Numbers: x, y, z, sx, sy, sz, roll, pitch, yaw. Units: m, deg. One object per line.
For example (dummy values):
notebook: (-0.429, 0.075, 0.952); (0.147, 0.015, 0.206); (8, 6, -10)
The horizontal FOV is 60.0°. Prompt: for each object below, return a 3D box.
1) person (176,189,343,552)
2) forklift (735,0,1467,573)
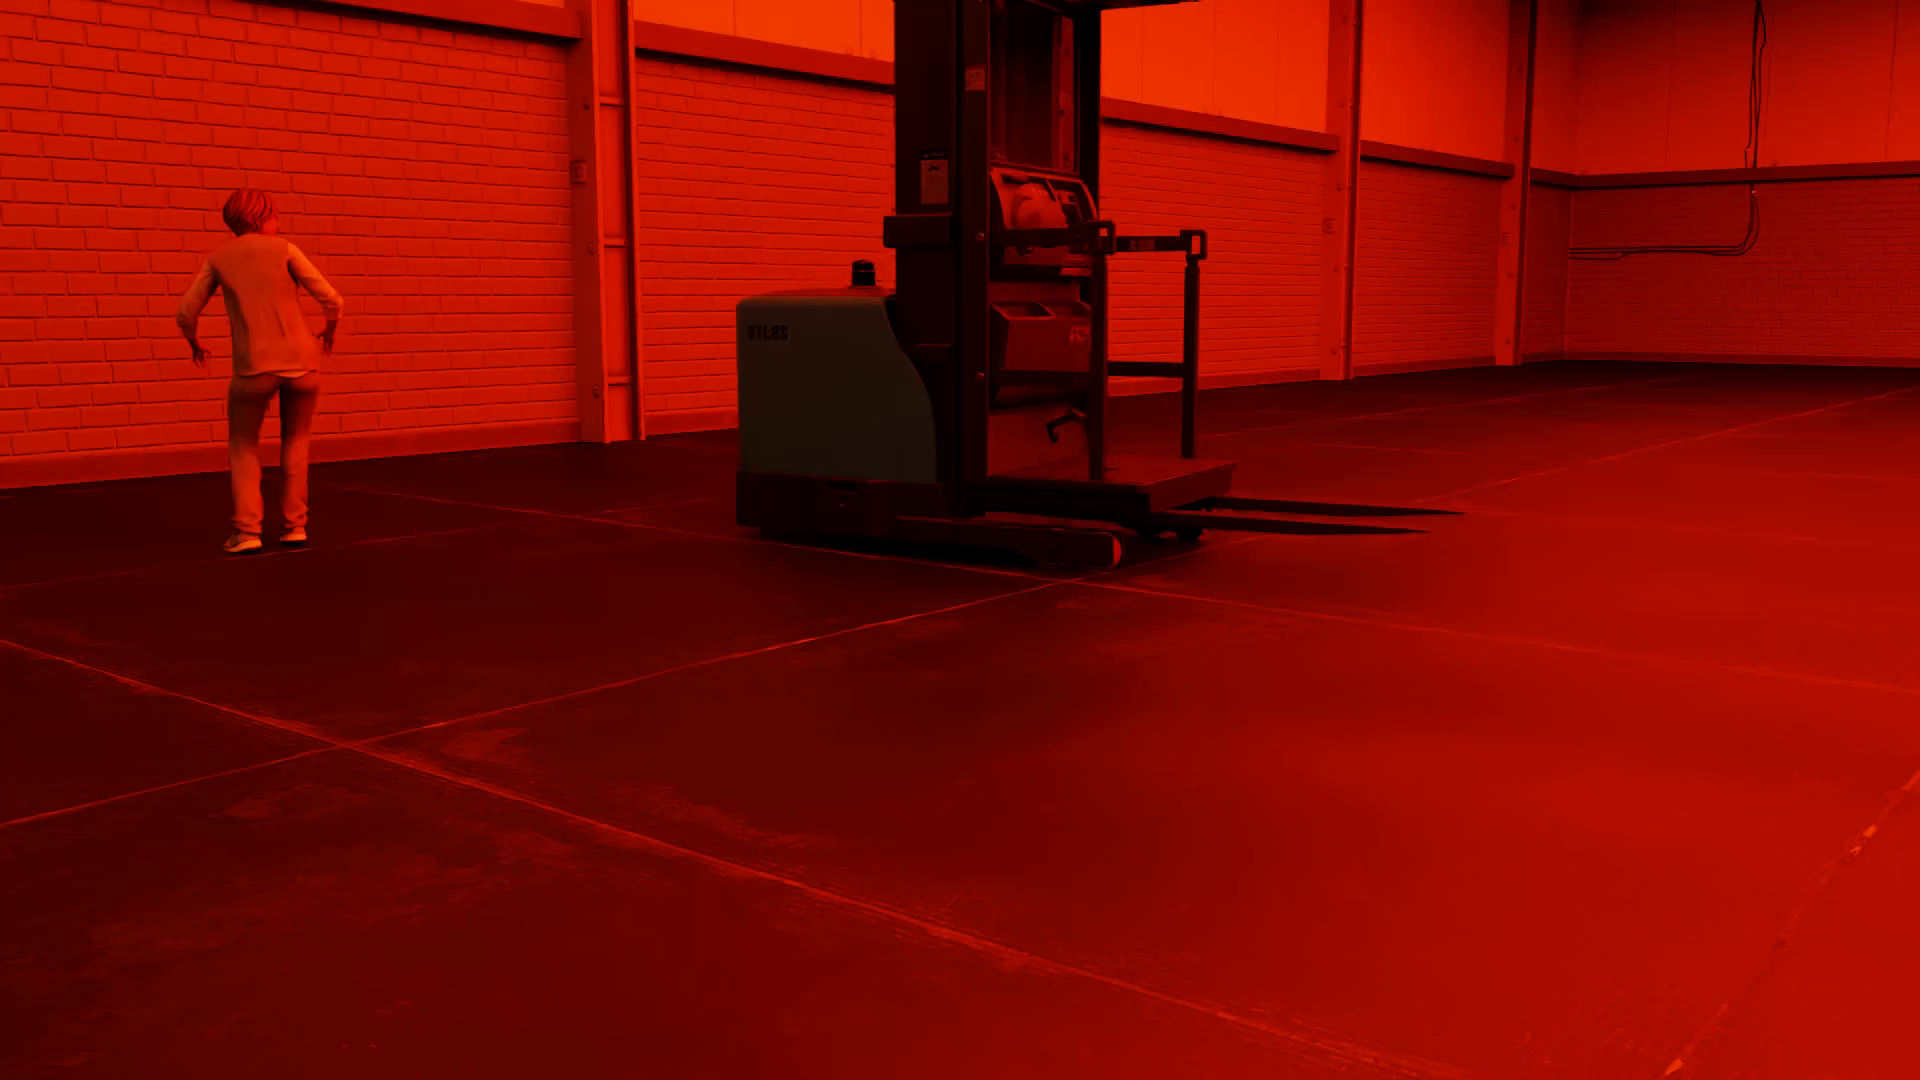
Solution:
person: (-2.993, -0.715, 7.148); (0.657, 1.549, 0.570); (-4, 9, -24)
forklift: (0.543, -1.409, 6.910); (3.031, 2.935, 1.130); (5, 9, 28)
